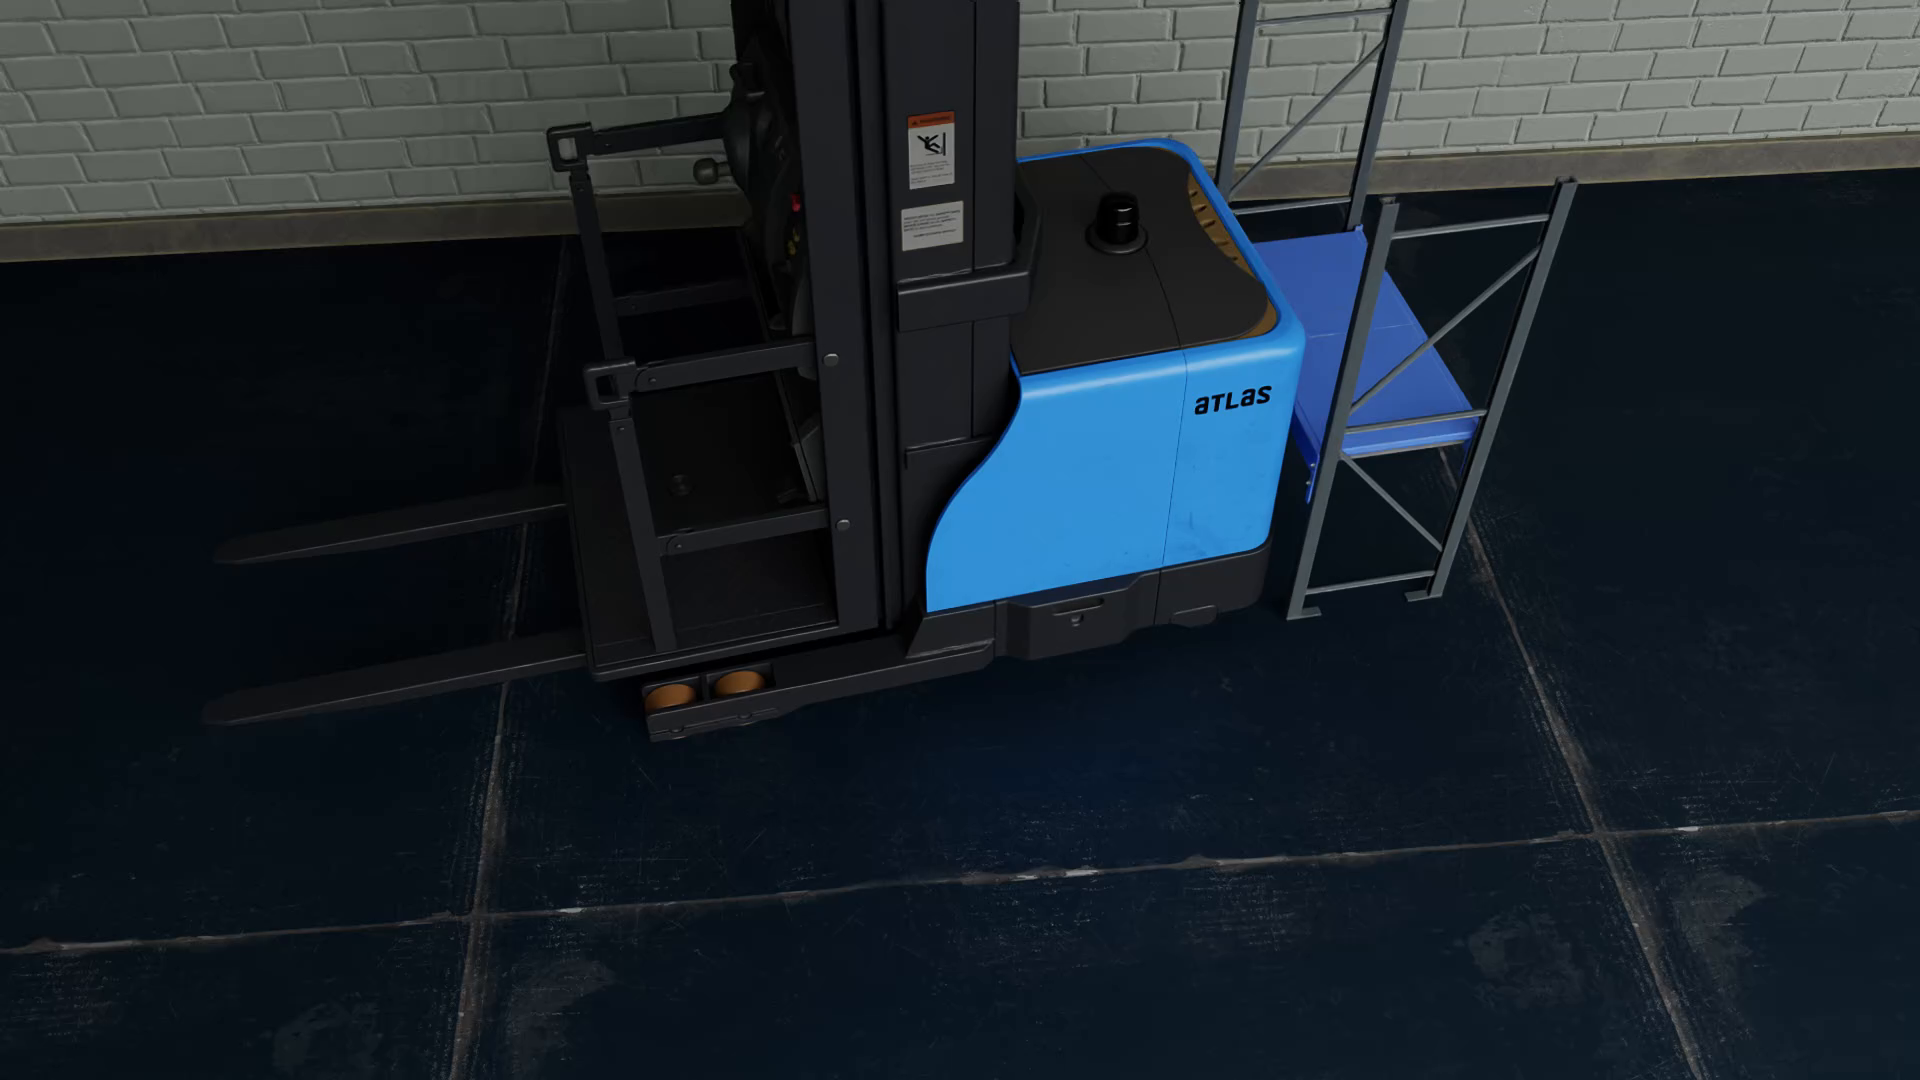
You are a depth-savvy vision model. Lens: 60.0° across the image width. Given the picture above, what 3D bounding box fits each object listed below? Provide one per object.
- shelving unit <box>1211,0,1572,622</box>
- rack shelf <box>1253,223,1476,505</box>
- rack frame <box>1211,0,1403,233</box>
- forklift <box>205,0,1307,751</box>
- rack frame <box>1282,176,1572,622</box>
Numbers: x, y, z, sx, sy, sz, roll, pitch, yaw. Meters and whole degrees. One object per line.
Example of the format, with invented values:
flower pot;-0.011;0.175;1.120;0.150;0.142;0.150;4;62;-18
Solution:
shelving unit;1.119;-0.677;4.859;0.538;1.500;1.048;-9;47;-8
rack shelf;1.119;-0.554;4.989;0.538;0.185;1.000;-9;47;-8
rack frame;1.014;-1.039;5.201;0.500;1.500;0.032;-9;47;-8
forklift;-0.653;-0.854;4.040;3.031;2.935;1.130;-12;48;-11
rack frame;1.224;-0.316;4.517;0.500;1.500;0.032;-9;47;-8
